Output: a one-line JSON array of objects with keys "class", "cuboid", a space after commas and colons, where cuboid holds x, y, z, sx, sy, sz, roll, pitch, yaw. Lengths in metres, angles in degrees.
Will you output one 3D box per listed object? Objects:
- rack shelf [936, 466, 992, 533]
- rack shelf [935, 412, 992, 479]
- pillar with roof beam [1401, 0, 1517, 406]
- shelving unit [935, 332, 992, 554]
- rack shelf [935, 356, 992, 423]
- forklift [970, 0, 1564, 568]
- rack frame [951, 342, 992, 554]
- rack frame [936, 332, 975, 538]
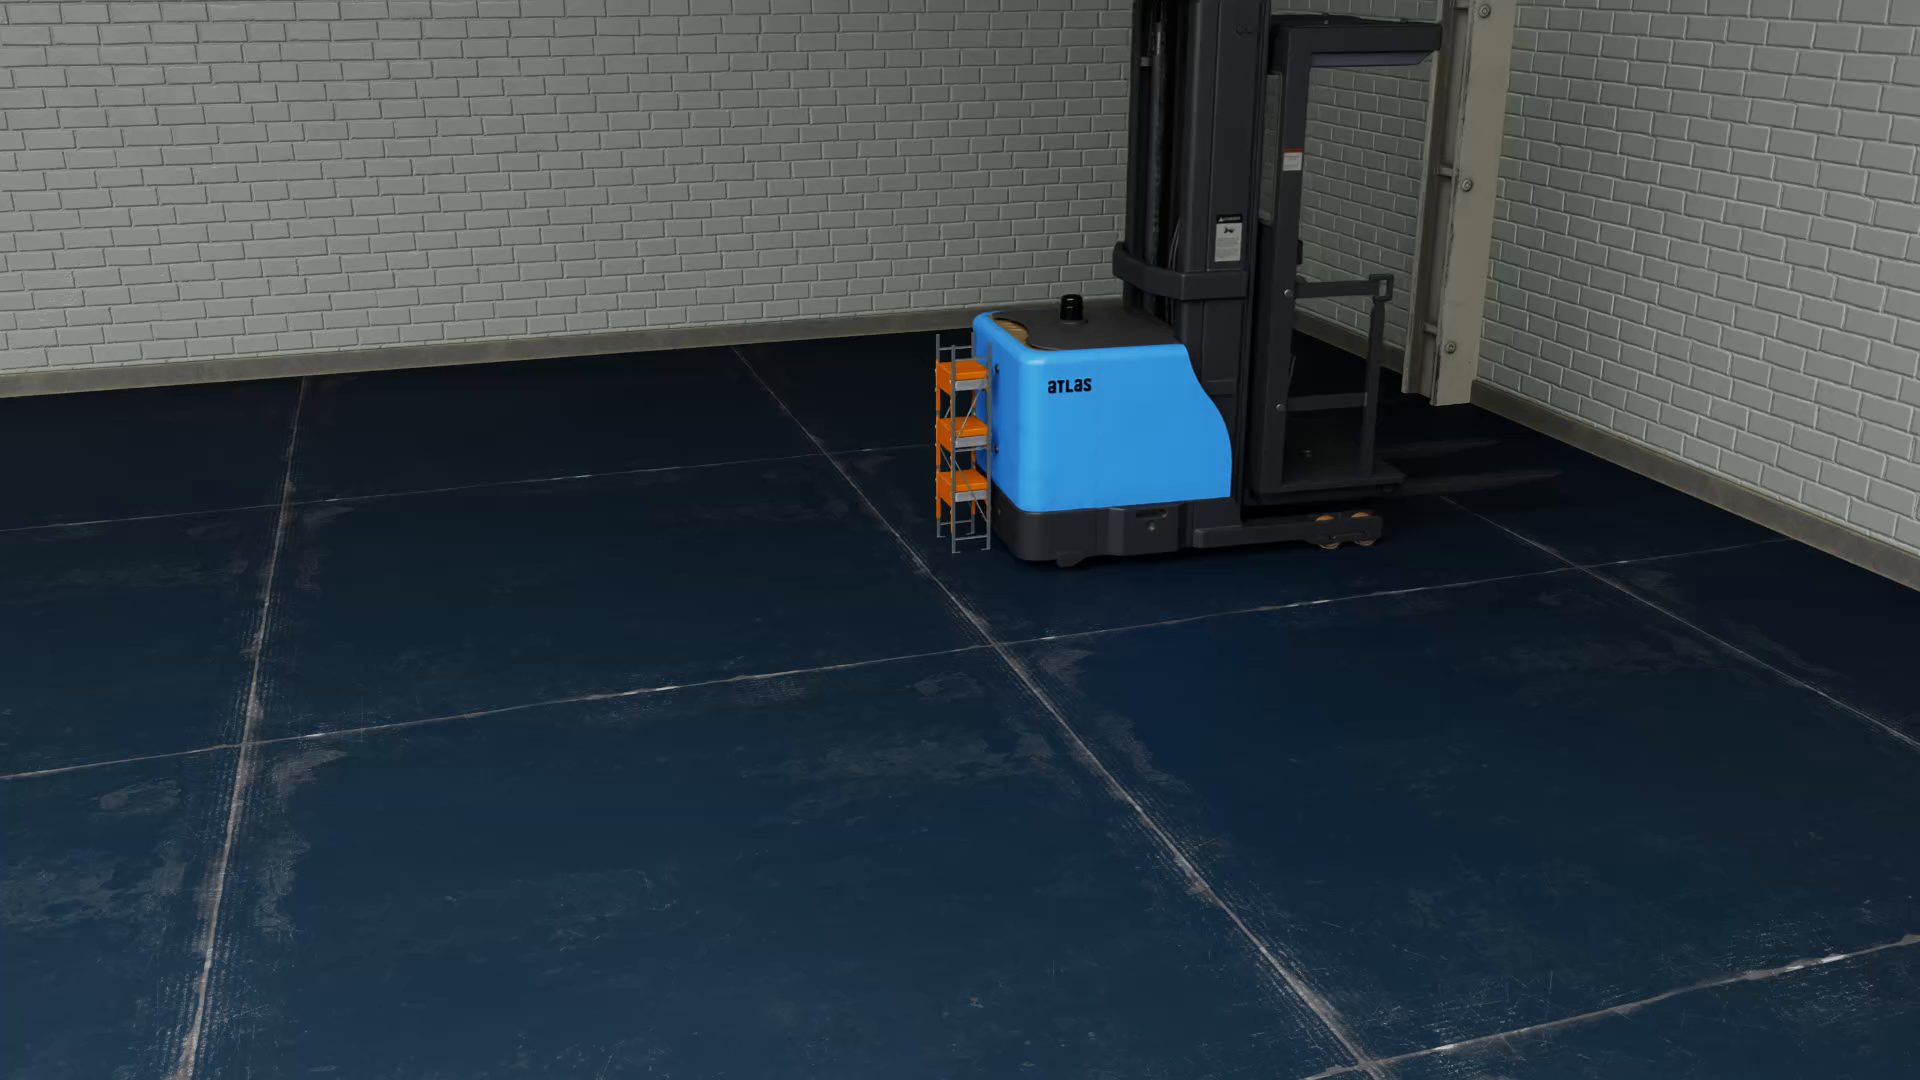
[{"class": "rack shelf", "cuboid": [0.017, -0.205, 8.289, 0.215, 0.259, 0.240, -6, 21, -17]}, {"class": "rack shelf", "cuboid": [0.017, -0.467, 8.195, 0.215, 0.259, 0.240, -6, 21, -17]}, {"class": "pillar with roof beam", "cuboid": [-0.910, -4.732, 8.280, 9.100, 9.000, 0.400, -6, 21, -17]}, {"class": "shelving unit", "cuboid": [0.017, -0.477, 8.191, 0.215, 1.050, 0.252, -6, 21, -17]}, {"class": "rack shelf", "cuboid": [0.017, -0.734, 8.099, 0.215, 0.259, 0.240, -6, 21, -17]}, {"class": "forklift", "cuboid": [1.625, -1.501, 8.259, 3.031, 2.935, 1.130, -5, 20, -14]}, {"class": "rack frame", "cuboid": [0.055, -0.438, 8.082, 0.200, 1.050, 0.008, -6, 21, -17]}, {"class": "rack frame", "cuboid": [-0.022, -0.516, 8.300, 0.200, 1.050, 0.008, -6, 21, -17]}]
